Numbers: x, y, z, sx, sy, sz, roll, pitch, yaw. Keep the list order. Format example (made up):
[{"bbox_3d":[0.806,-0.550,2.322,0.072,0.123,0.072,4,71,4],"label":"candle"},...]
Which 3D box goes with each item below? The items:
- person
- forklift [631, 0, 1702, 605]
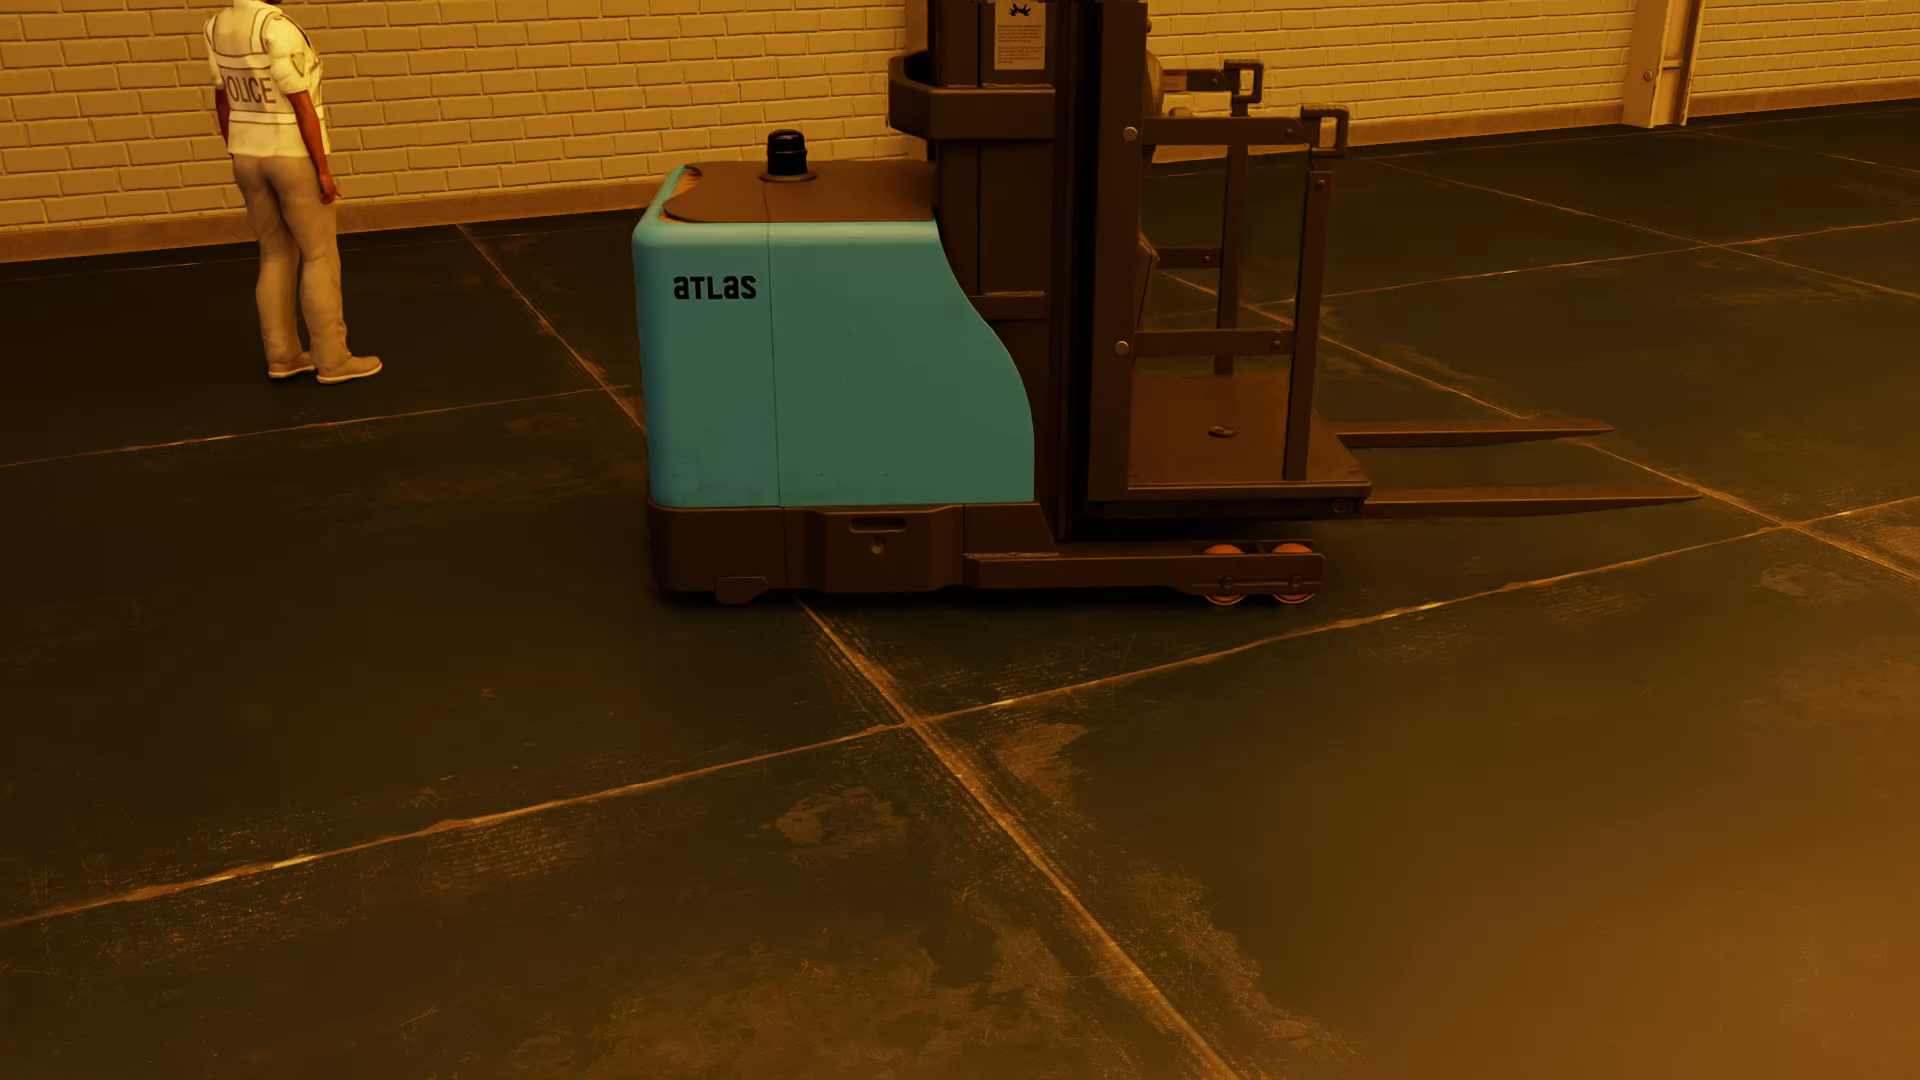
[{"bbox_3d":[-2.592,-1.446,6.395,0.475,1.688,0.349,10,24,22],"label":"person"},{"bbox_3d":[0.629,-1.373,4.592,3.031,2.935,1.130,-1,23,-3],"label":"forklift"}]
